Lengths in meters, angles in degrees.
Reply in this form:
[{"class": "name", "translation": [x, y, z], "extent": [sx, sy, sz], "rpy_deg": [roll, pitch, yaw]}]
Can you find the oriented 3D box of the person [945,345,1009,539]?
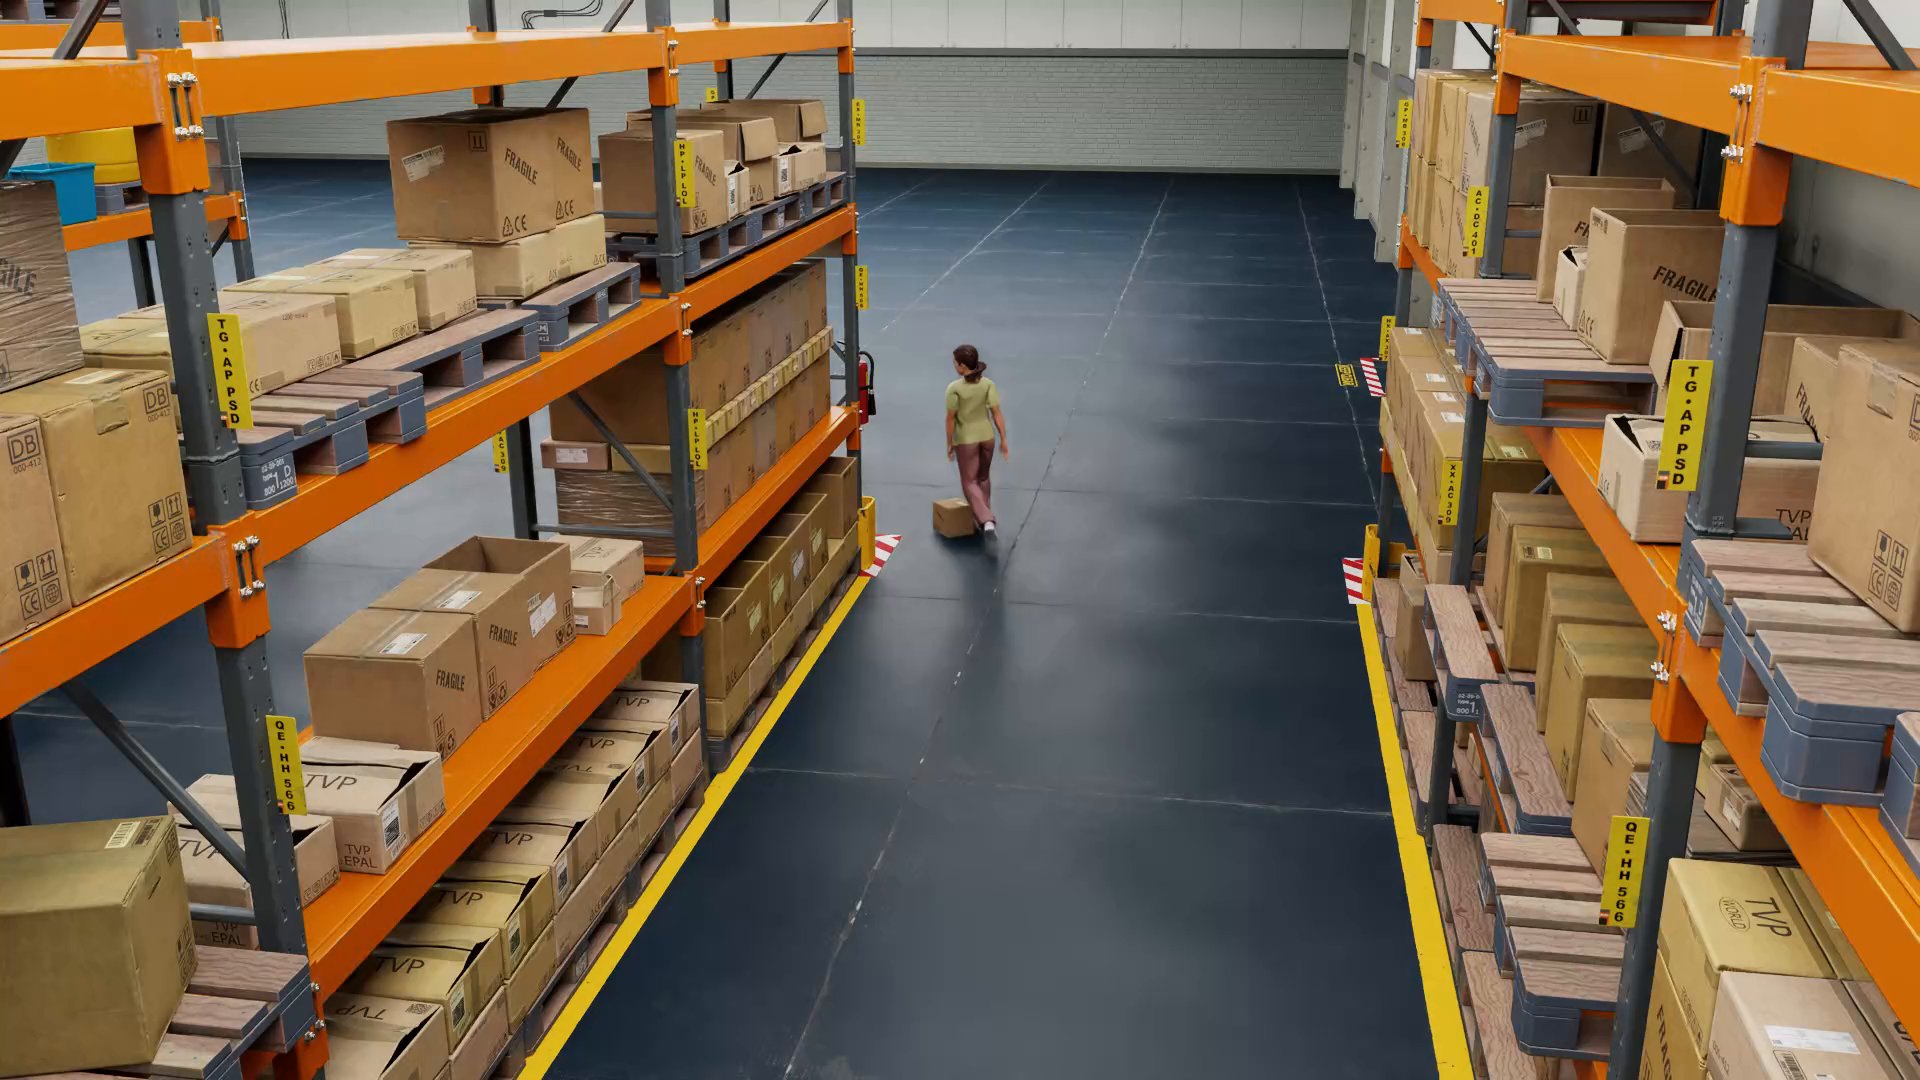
[{"class": "person", "translation": [0.117, -0.792, 13.519], "extent": [0.513, 1.623, 0.898], "rpy_deg": [-7, 19, -20]}]
